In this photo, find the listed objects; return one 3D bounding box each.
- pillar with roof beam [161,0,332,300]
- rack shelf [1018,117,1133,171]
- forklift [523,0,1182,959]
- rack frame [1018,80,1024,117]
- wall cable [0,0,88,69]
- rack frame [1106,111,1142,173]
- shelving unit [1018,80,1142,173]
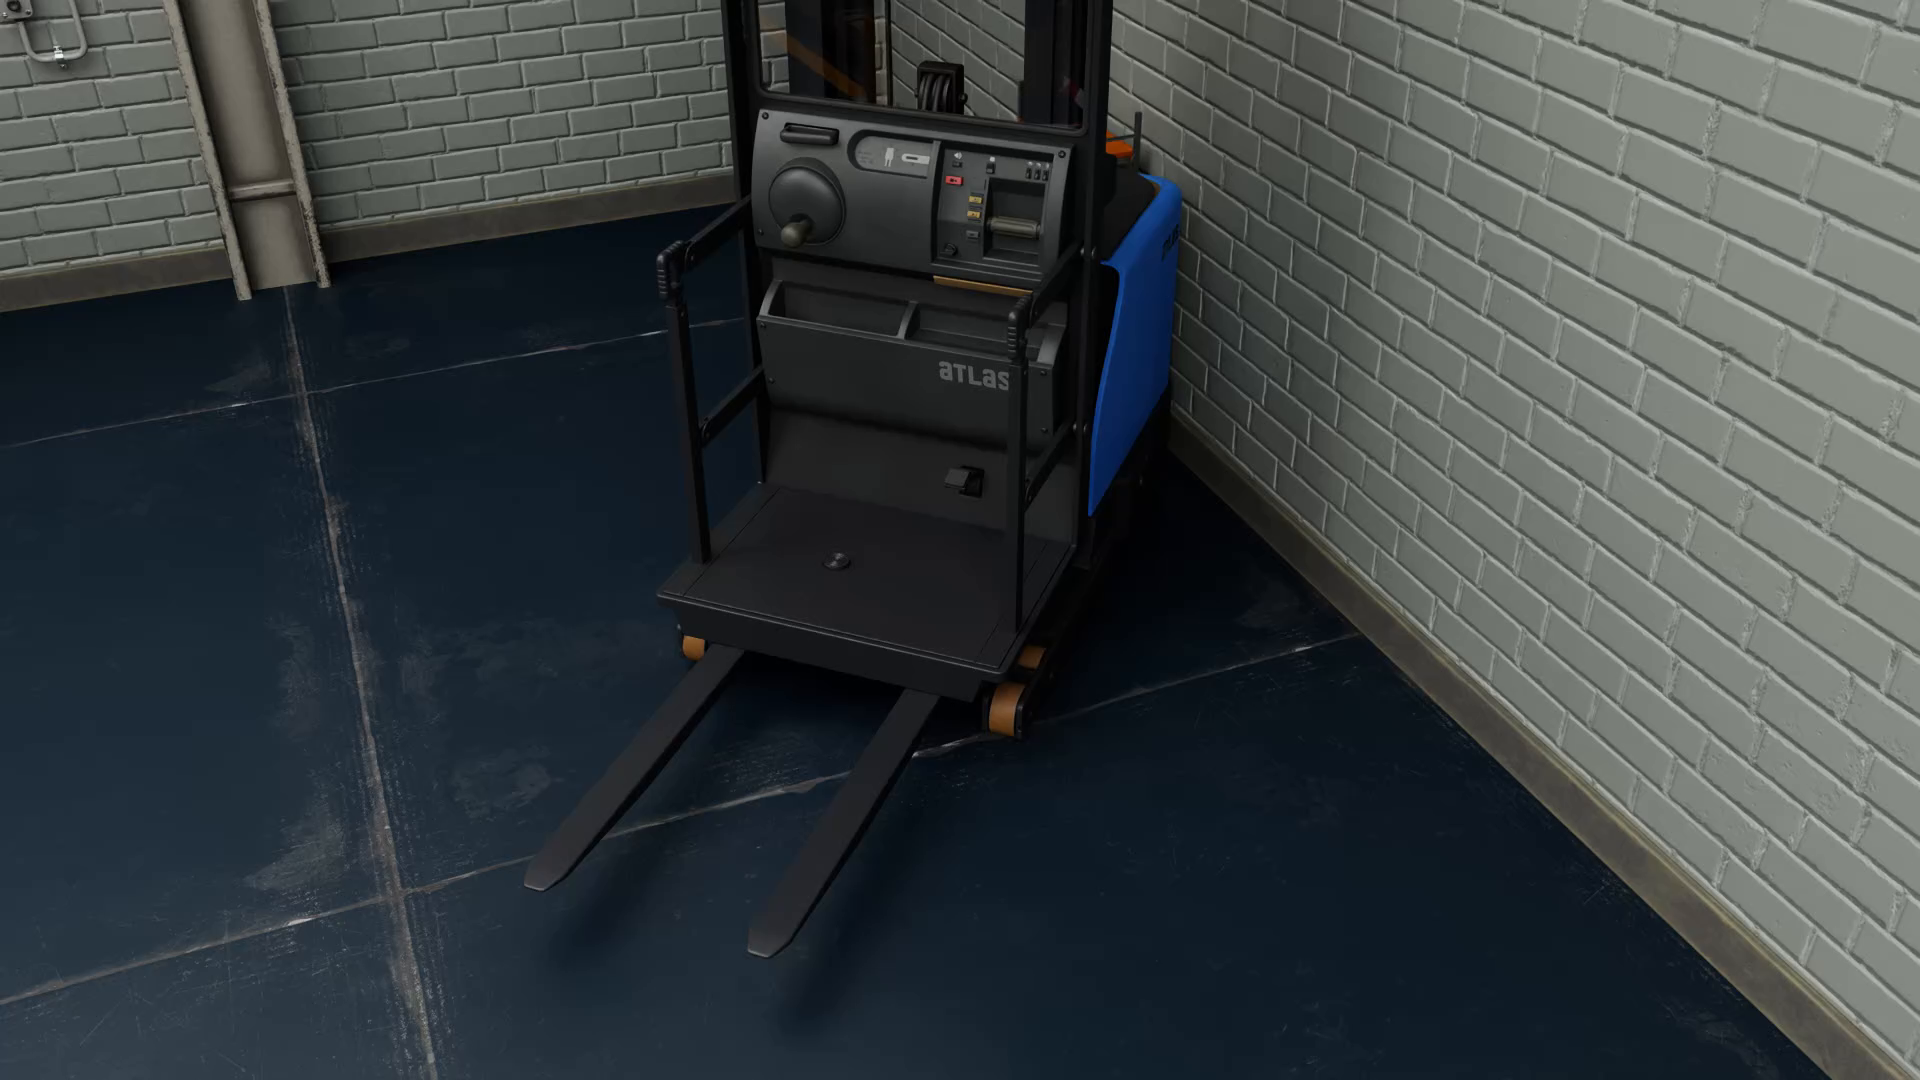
[{"bbox_3d":[-1.413,-2.789,1.786,0.400,9.000,9.100,-13,35,-19],"label":"pillar with roof beam"},{"bbox_3d":[0.430,-1.432,6.131,0.258,0.148,0.480,-14,36,-20],"label":"rack shelf"},{"bbox_3d":[-0.221,-0.909,4.460,1.130,2.935,3.031,12,35,17],"label":"forklift"},{"bbox_3d":[0.329,-1.224,6.531,0.240,1.200,0.015,-14,36,-20],"label":"rack frame"},{"bbox_3d":[-4.419,-2.606,6.074,1.851,1.984,0.084,-13,35,-19],"label":"wall cable"},{"bbox_3d":[0.531,-0.982,6.159,0.240,1.200,0.015,-14,36,-20],"label":"rack frame"},{"bbox_3d":[0.430,-1.103,6.345,0.258,1.200,0.503,-14,36,-20],"label":"shelving unit"}]
